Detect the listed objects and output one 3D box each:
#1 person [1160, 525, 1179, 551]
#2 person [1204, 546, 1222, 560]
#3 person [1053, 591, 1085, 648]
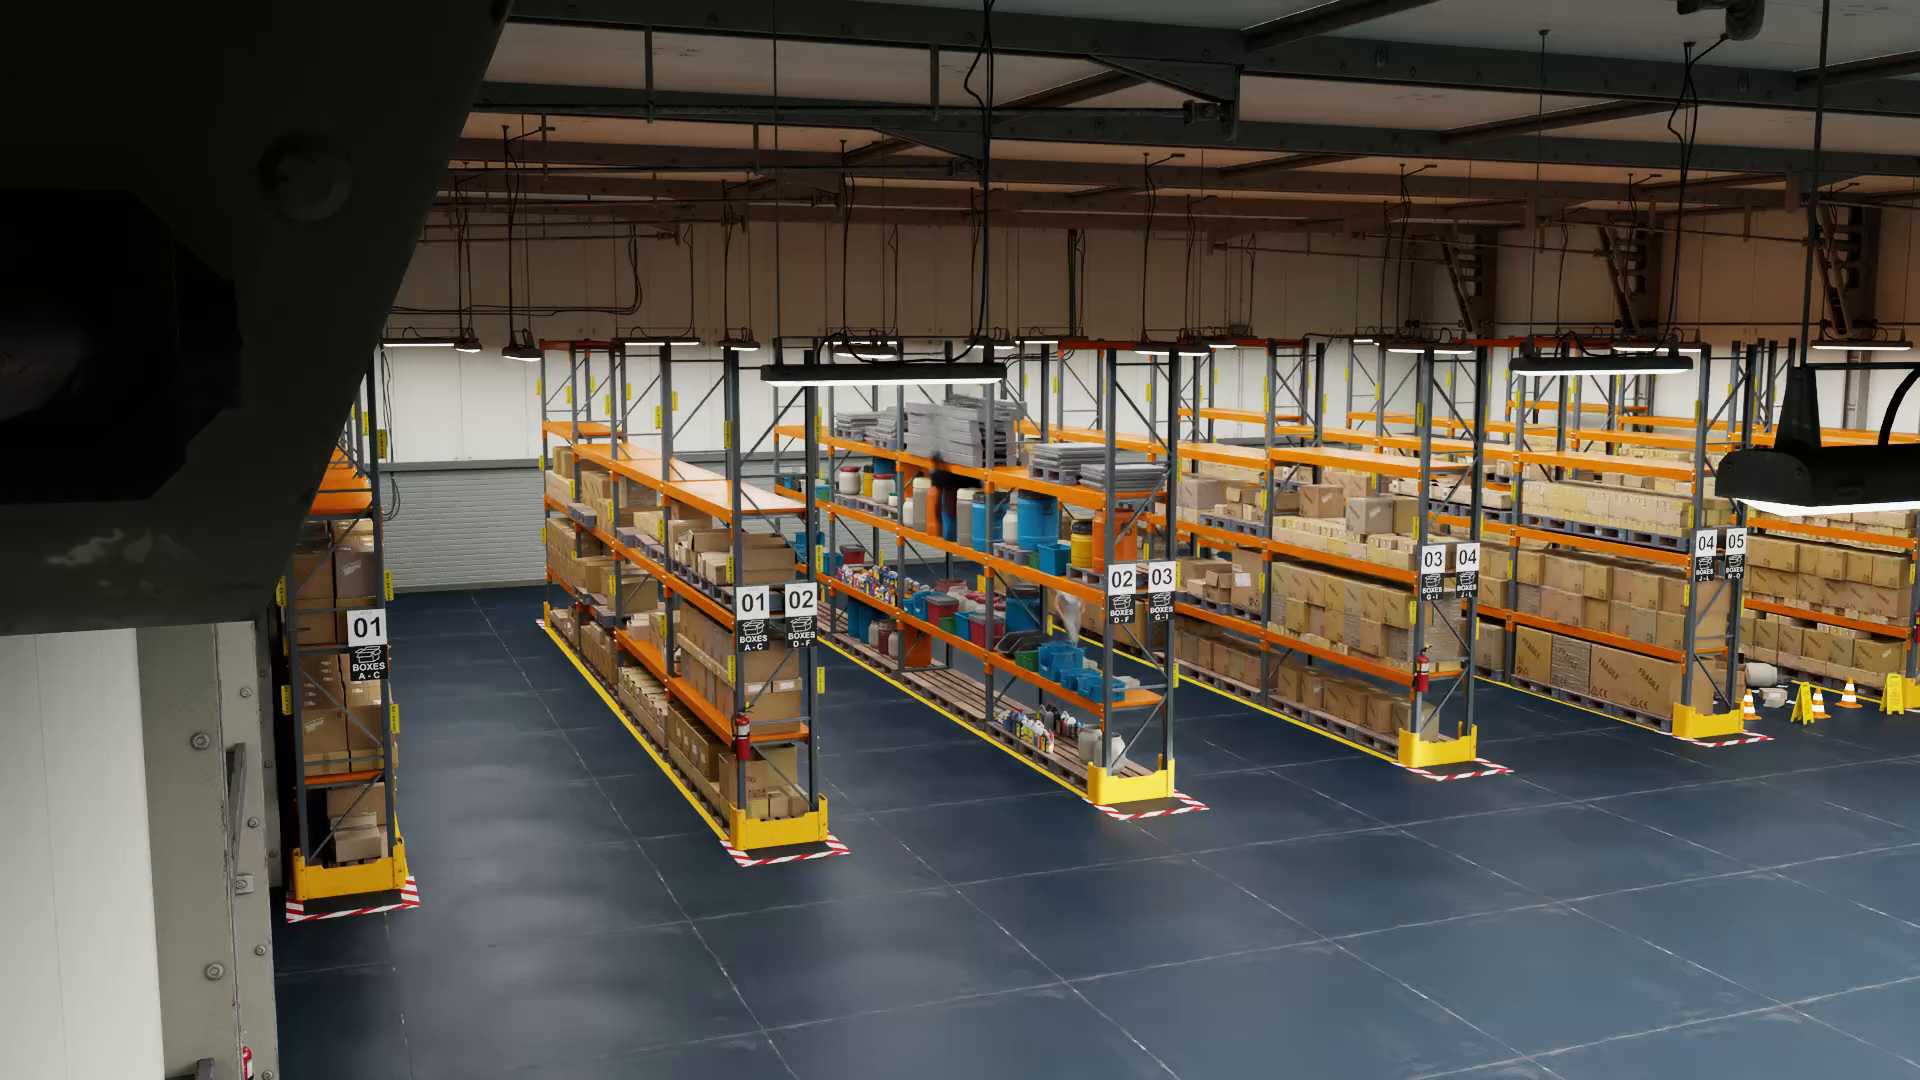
[{"bbox_3d":[4.683,0.481,38.138,0.693,1.825,0.869,-2,8,-13],"label":"person"},{"bbox_3d":[6.341,0.087,41.412,0.897,1.782,0.726,3,8,23],"label":"person"},{"bbox_3d":[1.950,1.433,29.221,0.563,1.681,0.741,-4,8,-25],"label":"person"}]
